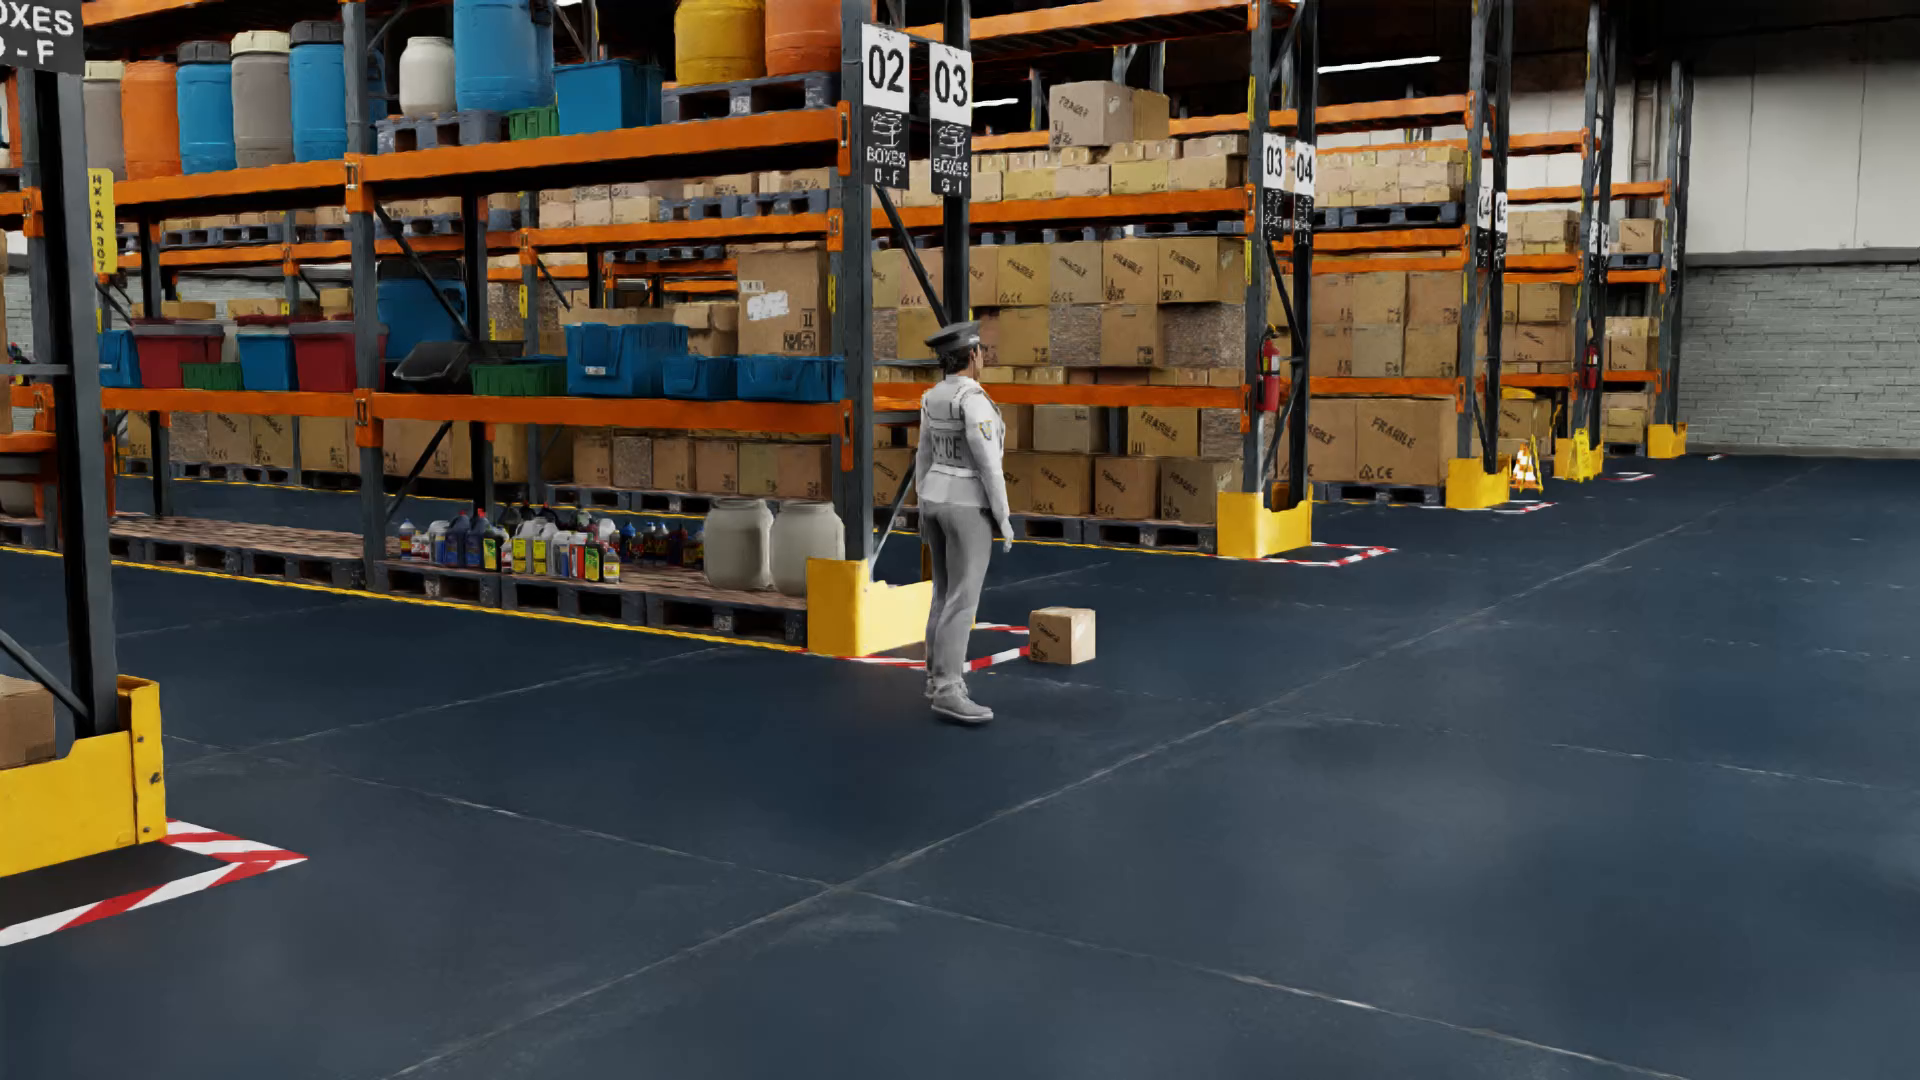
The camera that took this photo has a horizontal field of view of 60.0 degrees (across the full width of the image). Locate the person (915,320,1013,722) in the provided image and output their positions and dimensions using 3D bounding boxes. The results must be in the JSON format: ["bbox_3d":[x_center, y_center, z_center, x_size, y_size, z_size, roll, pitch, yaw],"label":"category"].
[{"bbox_3d":[-0.004,-0.099,7.151,0.368,1.682,0.620,-3,7,-28],"label":"person"}]
